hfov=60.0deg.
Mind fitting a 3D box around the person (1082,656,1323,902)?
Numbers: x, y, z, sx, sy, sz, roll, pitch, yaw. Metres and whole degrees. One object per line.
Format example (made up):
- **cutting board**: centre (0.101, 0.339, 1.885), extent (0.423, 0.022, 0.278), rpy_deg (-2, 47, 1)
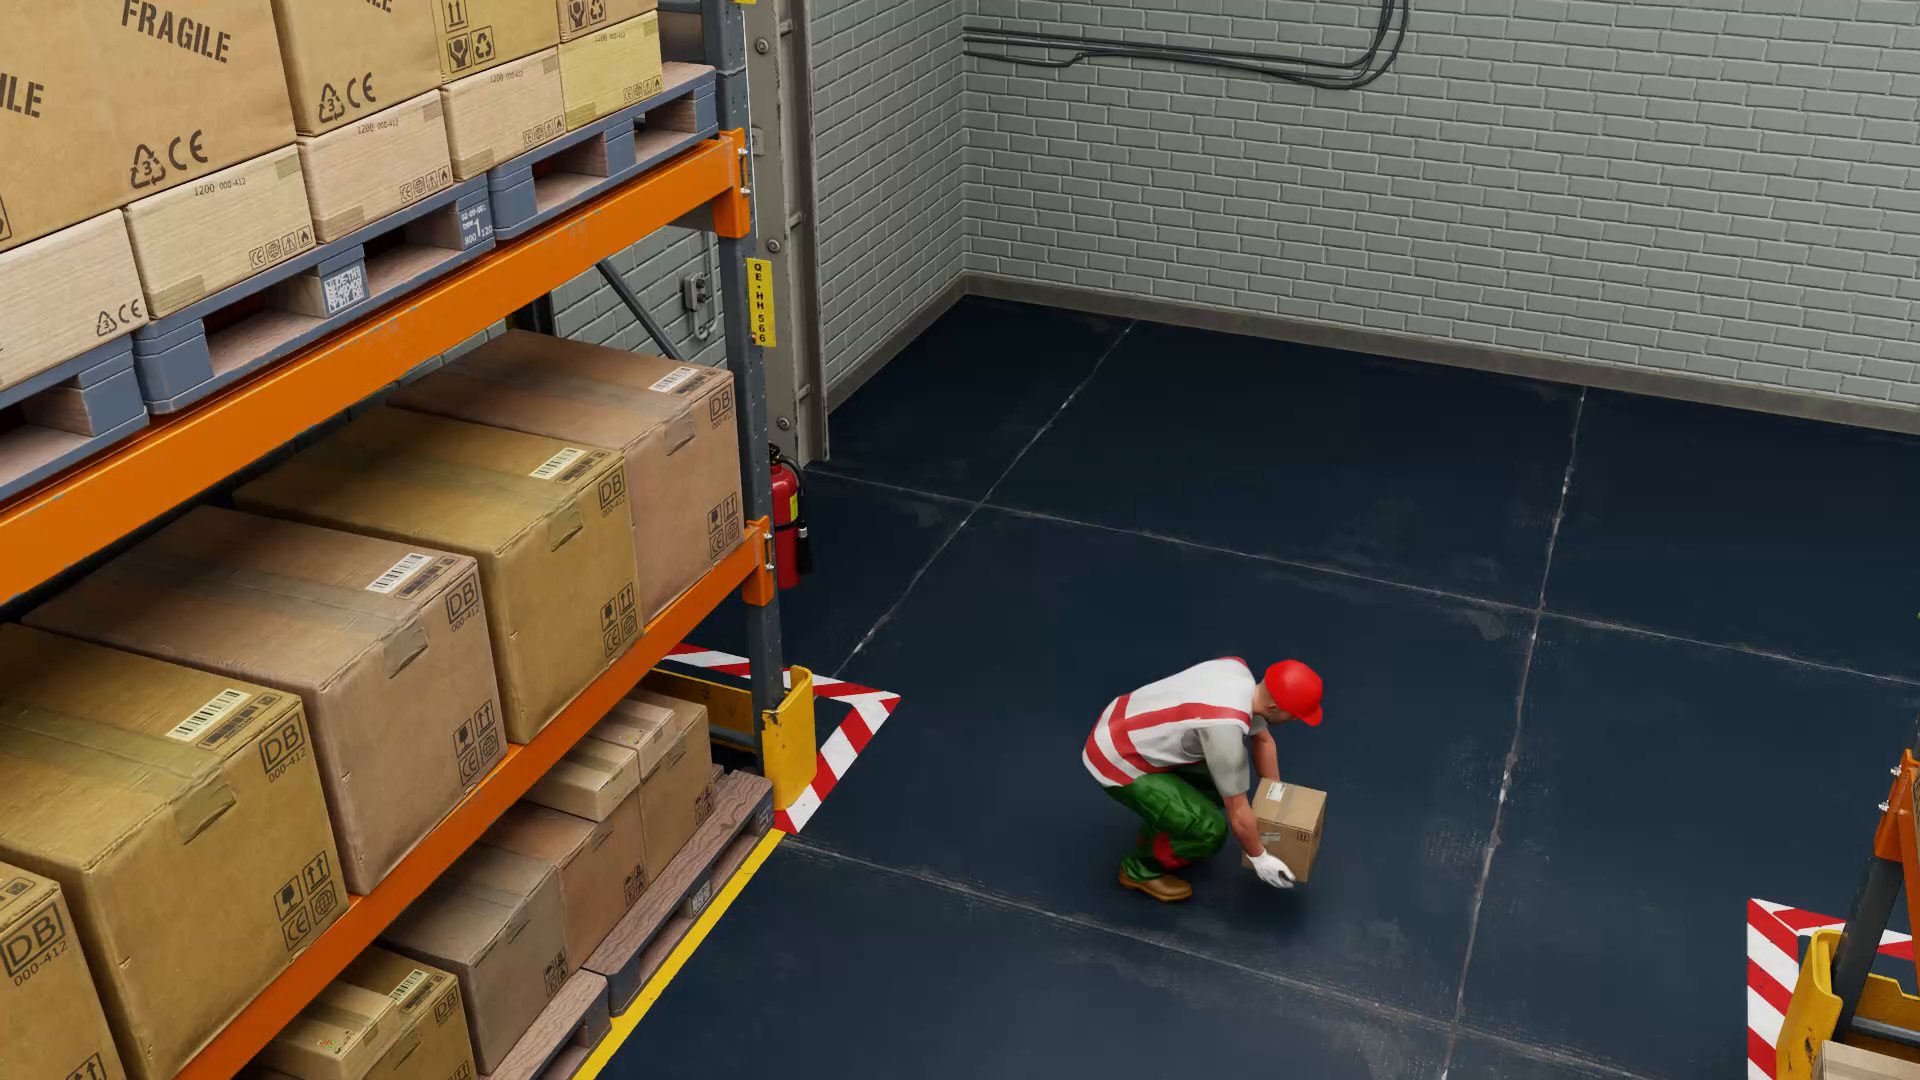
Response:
- **person**: centre (0.917, 0.857, 6.347), extent (0.868, 1.040, 0.577), rpy_deg (11, 31, 19)
